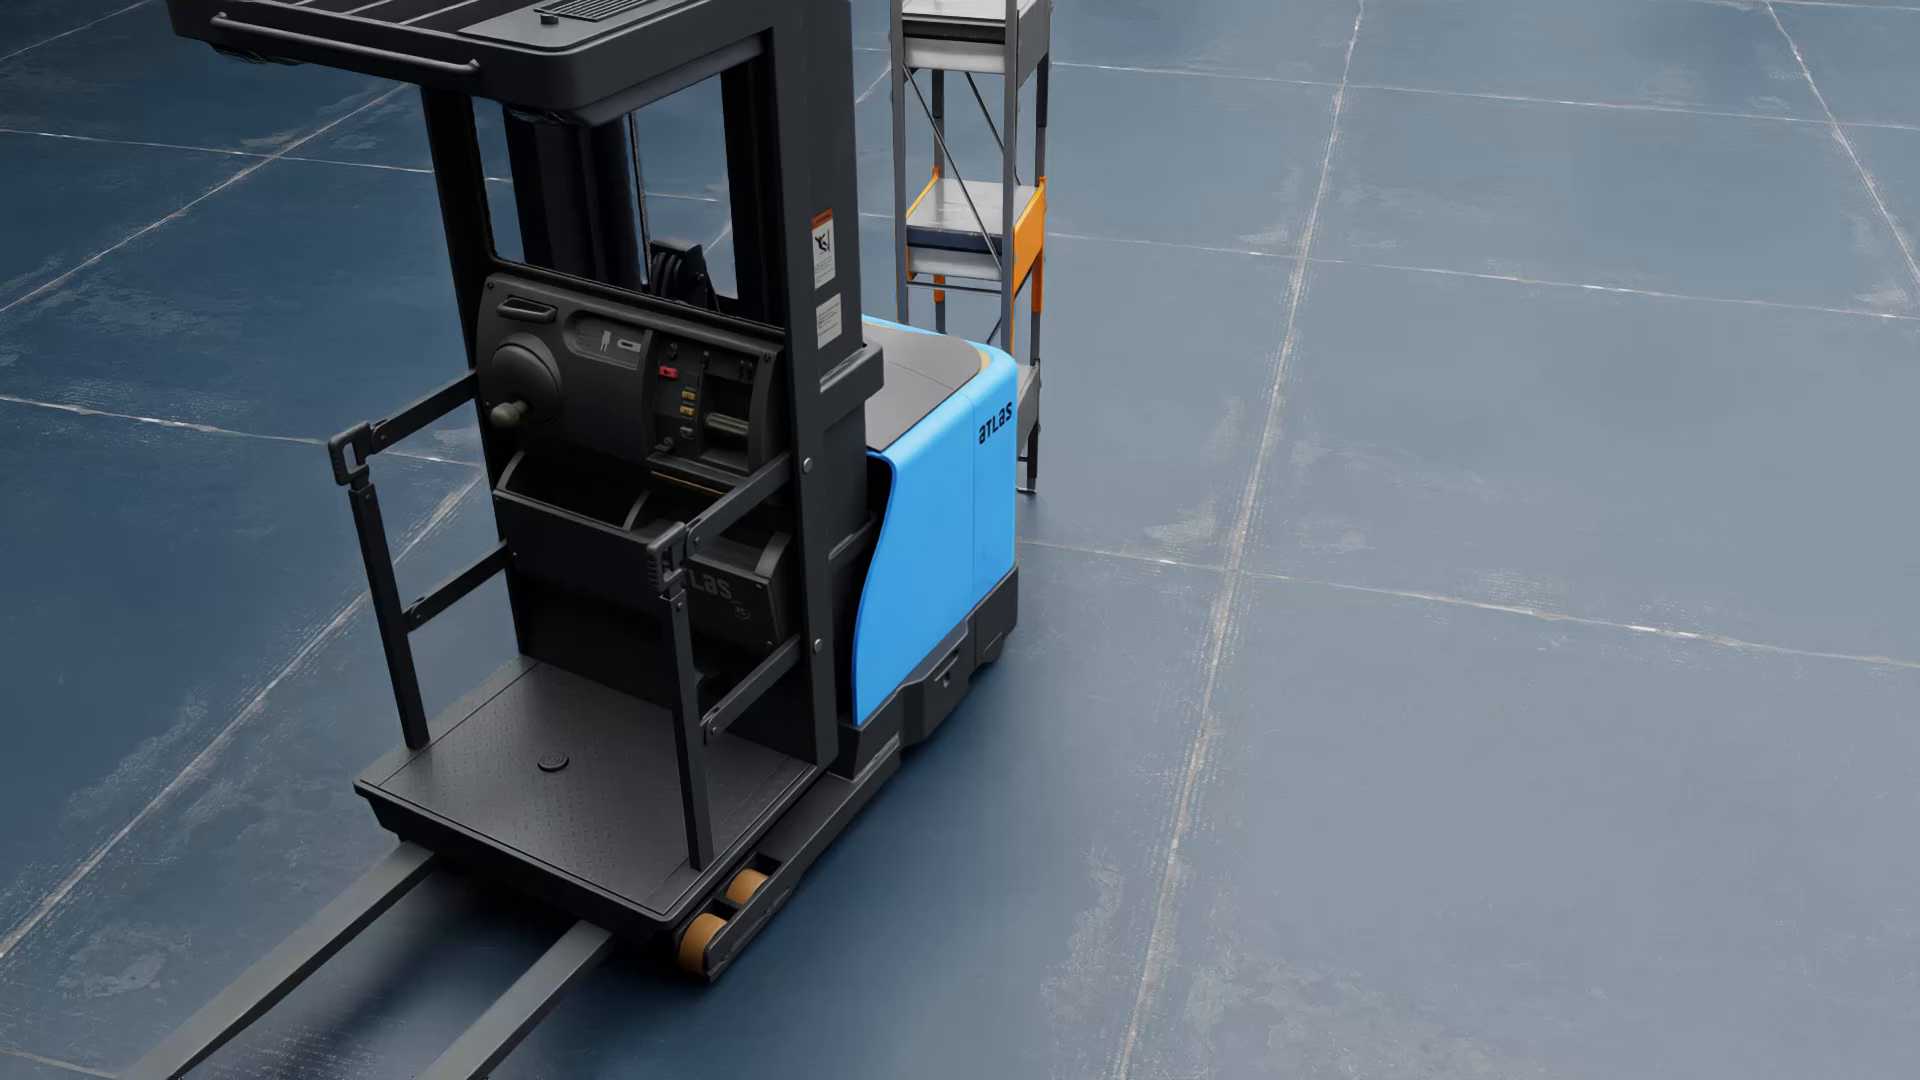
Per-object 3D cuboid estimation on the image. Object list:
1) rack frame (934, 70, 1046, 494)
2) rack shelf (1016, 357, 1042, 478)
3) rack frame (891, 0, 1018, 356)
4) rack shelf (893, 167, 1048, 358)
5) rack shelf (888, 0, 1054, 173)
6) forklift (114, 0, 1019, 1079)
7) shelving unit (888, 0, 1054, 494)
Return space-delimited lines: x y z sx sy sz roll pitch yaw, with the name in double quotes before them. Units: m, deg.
"rack frame" 0.104 -1.099 6.021 0.400 2.100 0.015 8 33 12
"rack shelf" 0.042 -0.370 6.205 0.431 0.518 0.480 8 33 12
"rack frame" -0.020 -0.845 5.623 0.400 2.100 0.015 8 33 12
"rack shelf" 0.042 -0.960 5.829 0.431 0.518 0.480 8 33 12
"rack shelf" 0.042 -1.551 5.454 0.431 0.518 0.480 8 33 12
"forklift" -0.964 -0.355 4.076 1.130 2.935 3.031 17 36 24
"shelving unit" 0.042 -0.972 5.822 0.431 2.100 0.503 8 33 12
